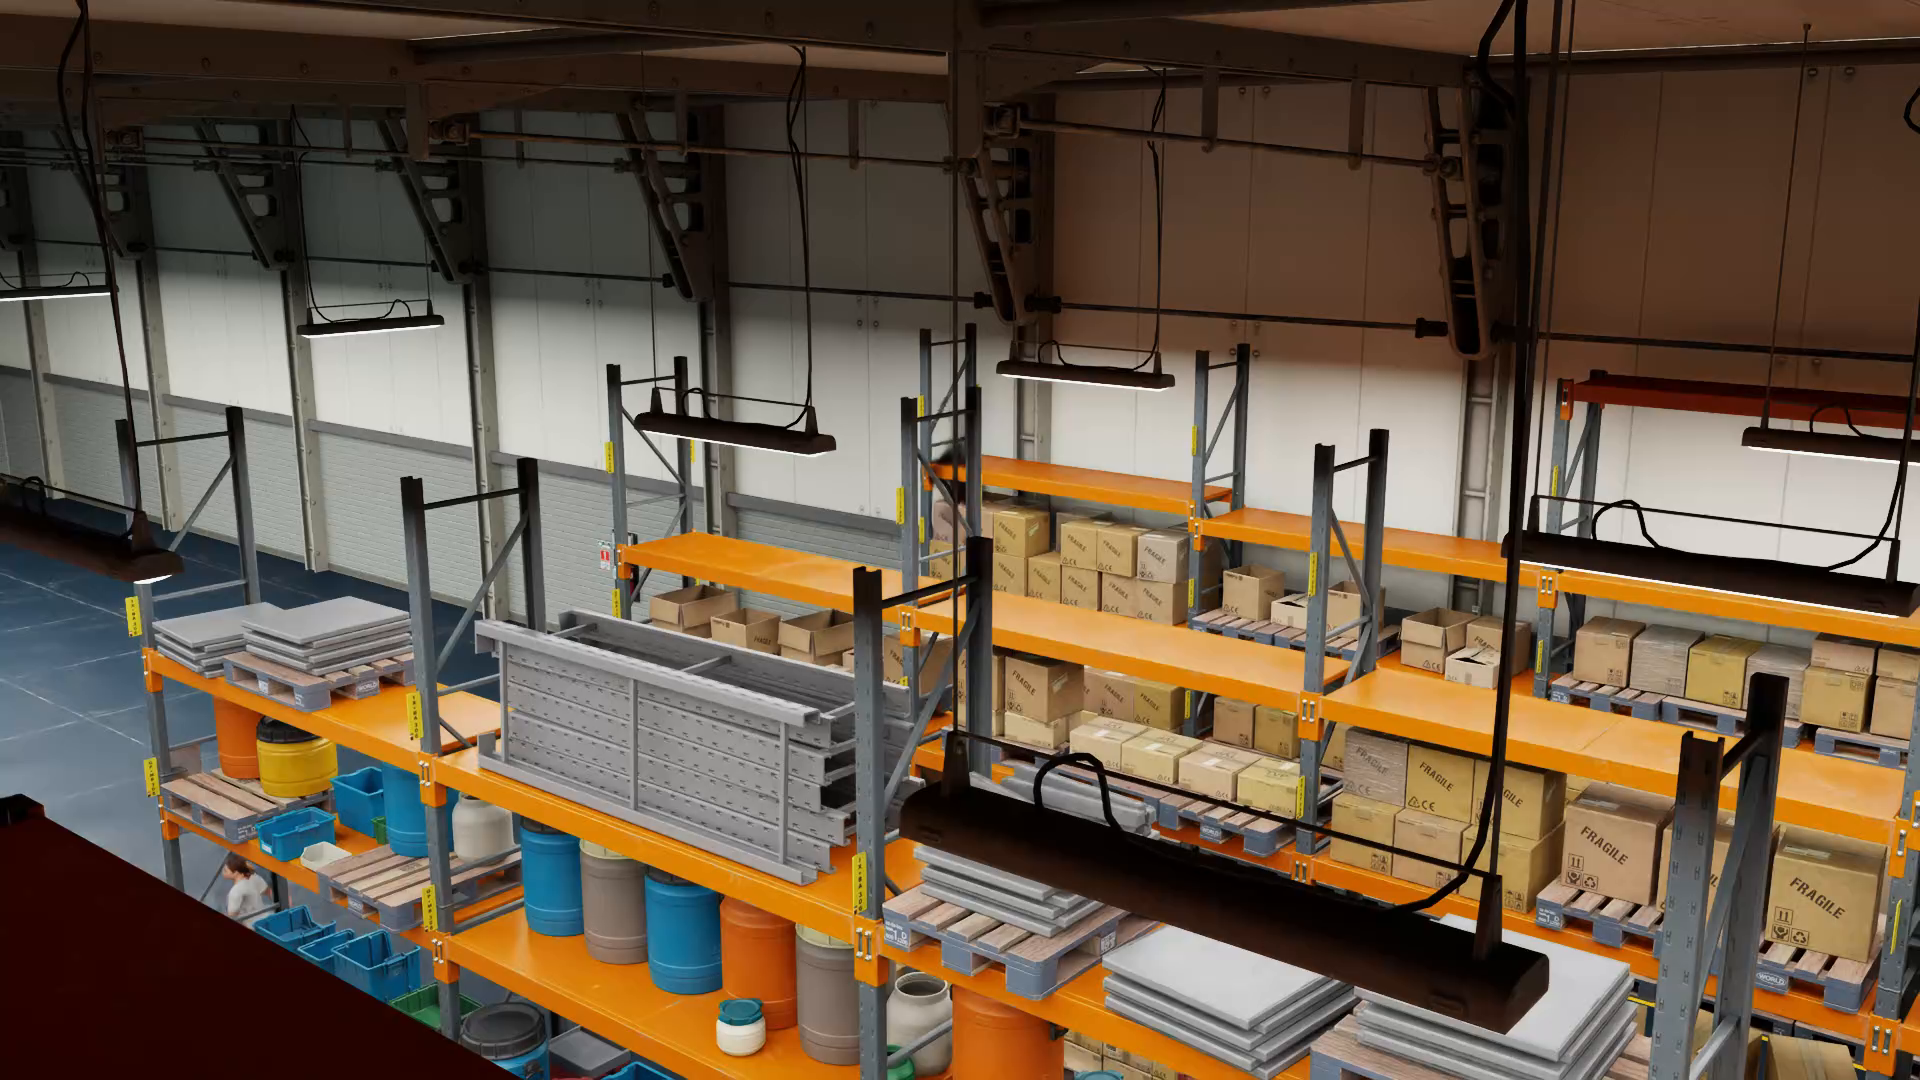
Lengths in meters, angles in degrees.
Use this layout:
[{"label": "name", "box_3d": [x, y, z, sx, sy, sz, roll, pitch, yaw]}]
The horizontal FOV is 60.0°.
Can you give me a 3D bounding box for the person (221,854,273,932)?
[{"label": "person", "box_3d": [-6.823, 3.758, 15.910, 0.738, 1.627, 0.549, -2, 13, -10]}]
